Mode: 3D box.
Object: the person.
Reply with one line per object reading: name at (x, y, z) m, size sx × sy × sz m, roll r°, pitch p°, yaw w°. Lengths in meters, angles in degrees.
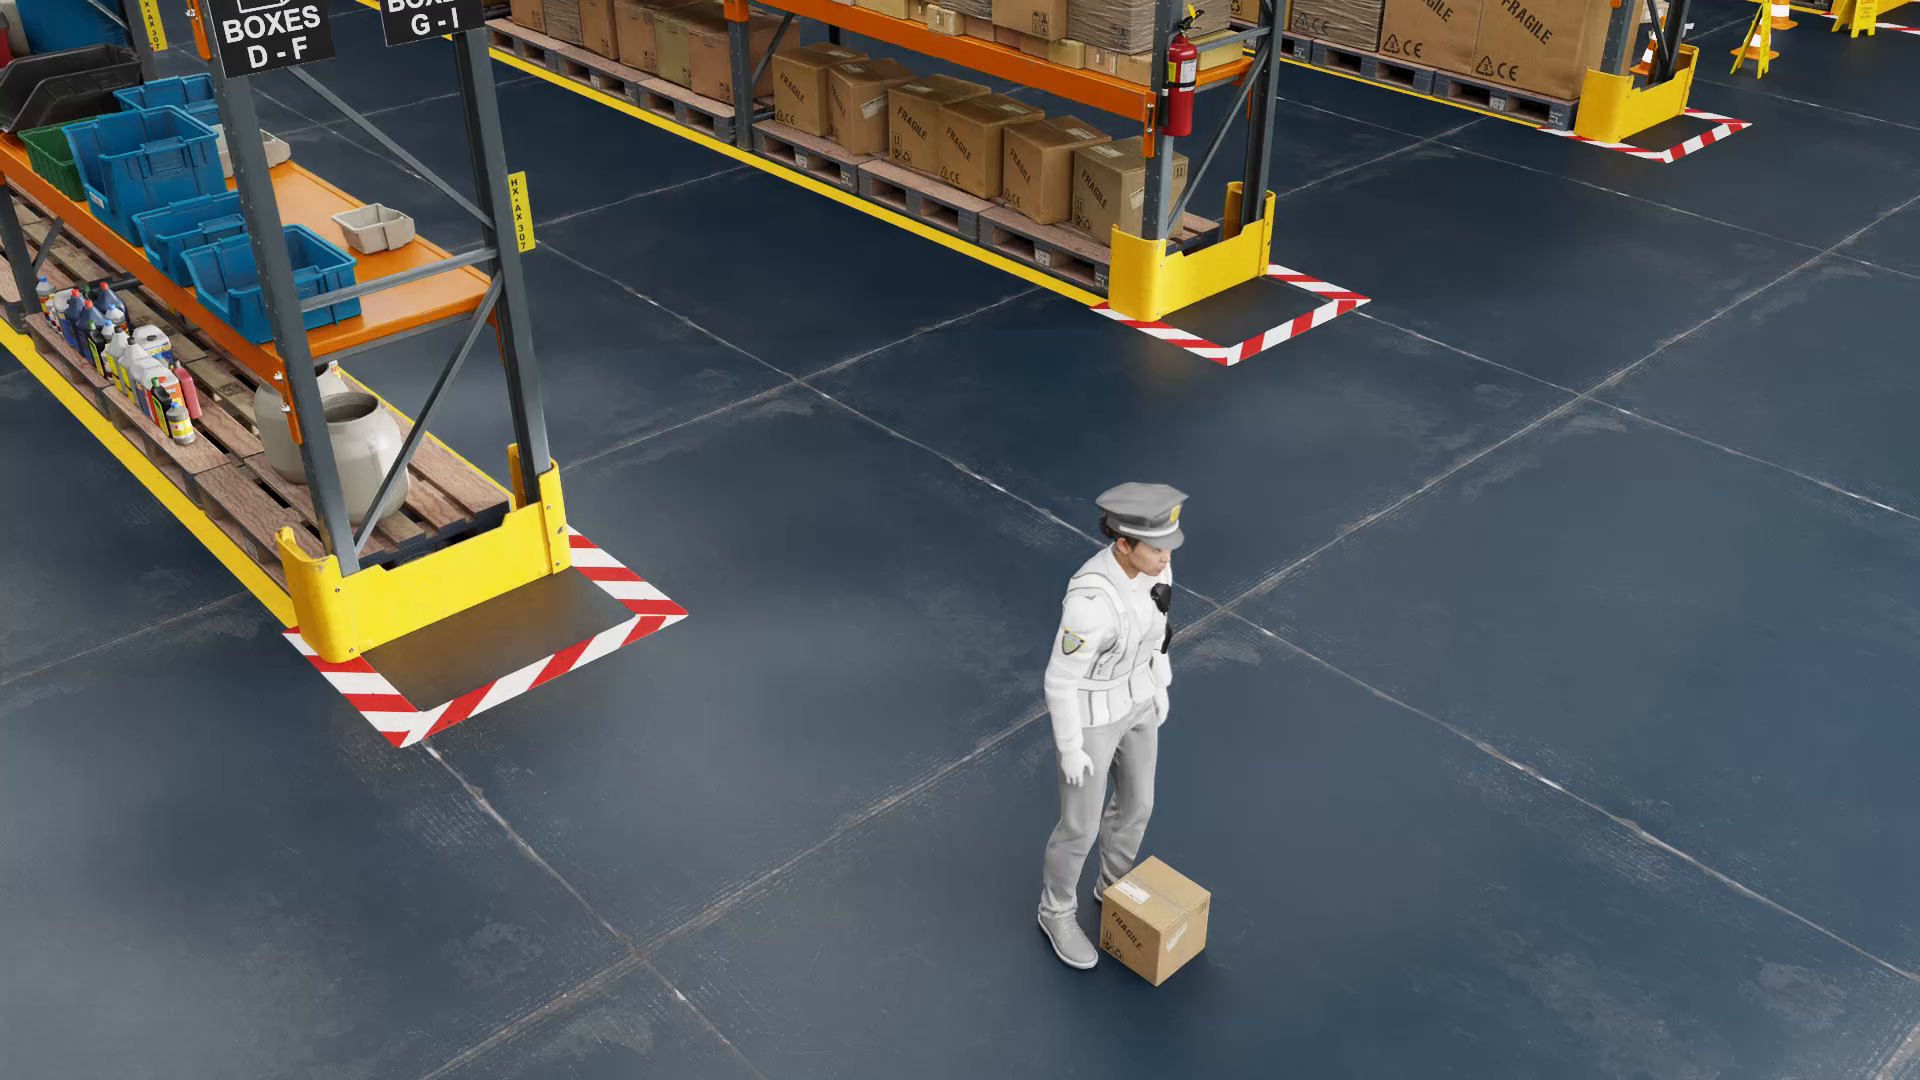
person at (0.489, 0.562, 5.229) m, size 0.412 × 1.665 × 0.547 m, roll 27°, pitch 41°, yaw 36°
